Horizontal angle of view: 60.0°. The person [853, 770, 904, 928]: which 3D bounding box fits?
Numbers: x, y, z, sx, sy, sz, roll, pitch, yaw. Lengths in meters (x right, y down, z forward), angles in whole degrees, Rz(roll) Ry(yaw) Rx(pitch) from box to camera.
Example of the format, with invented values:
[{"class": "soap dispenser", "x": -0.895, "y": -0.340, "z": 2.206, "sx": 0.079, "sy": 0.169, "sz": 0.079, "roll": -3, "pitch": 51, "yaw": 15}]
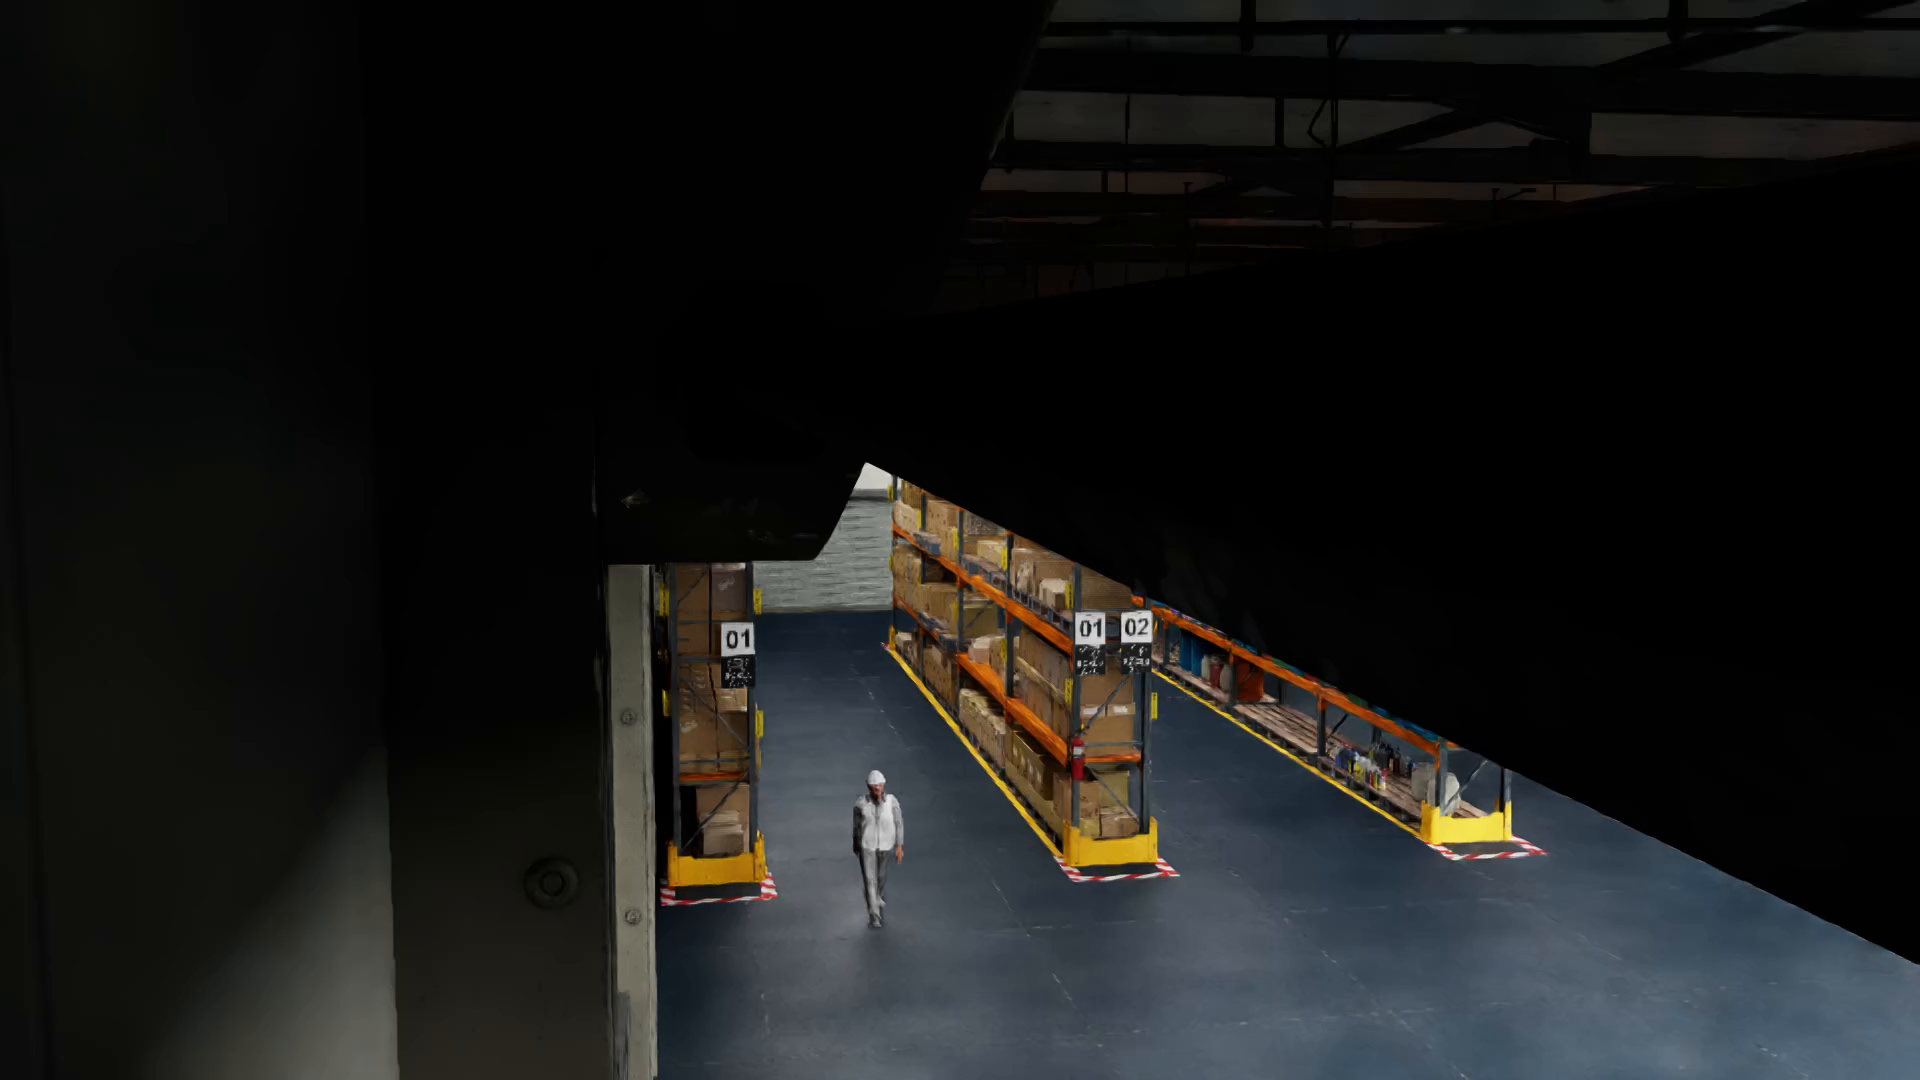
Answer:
[{"class": "person", "x": -0.919, "y": 3.443, "z": 18.834, "sx": 0.555, "sy": 1.728, "sz": 1.027, "roll": -1, "pitch": 6, "yaw": -11}]
